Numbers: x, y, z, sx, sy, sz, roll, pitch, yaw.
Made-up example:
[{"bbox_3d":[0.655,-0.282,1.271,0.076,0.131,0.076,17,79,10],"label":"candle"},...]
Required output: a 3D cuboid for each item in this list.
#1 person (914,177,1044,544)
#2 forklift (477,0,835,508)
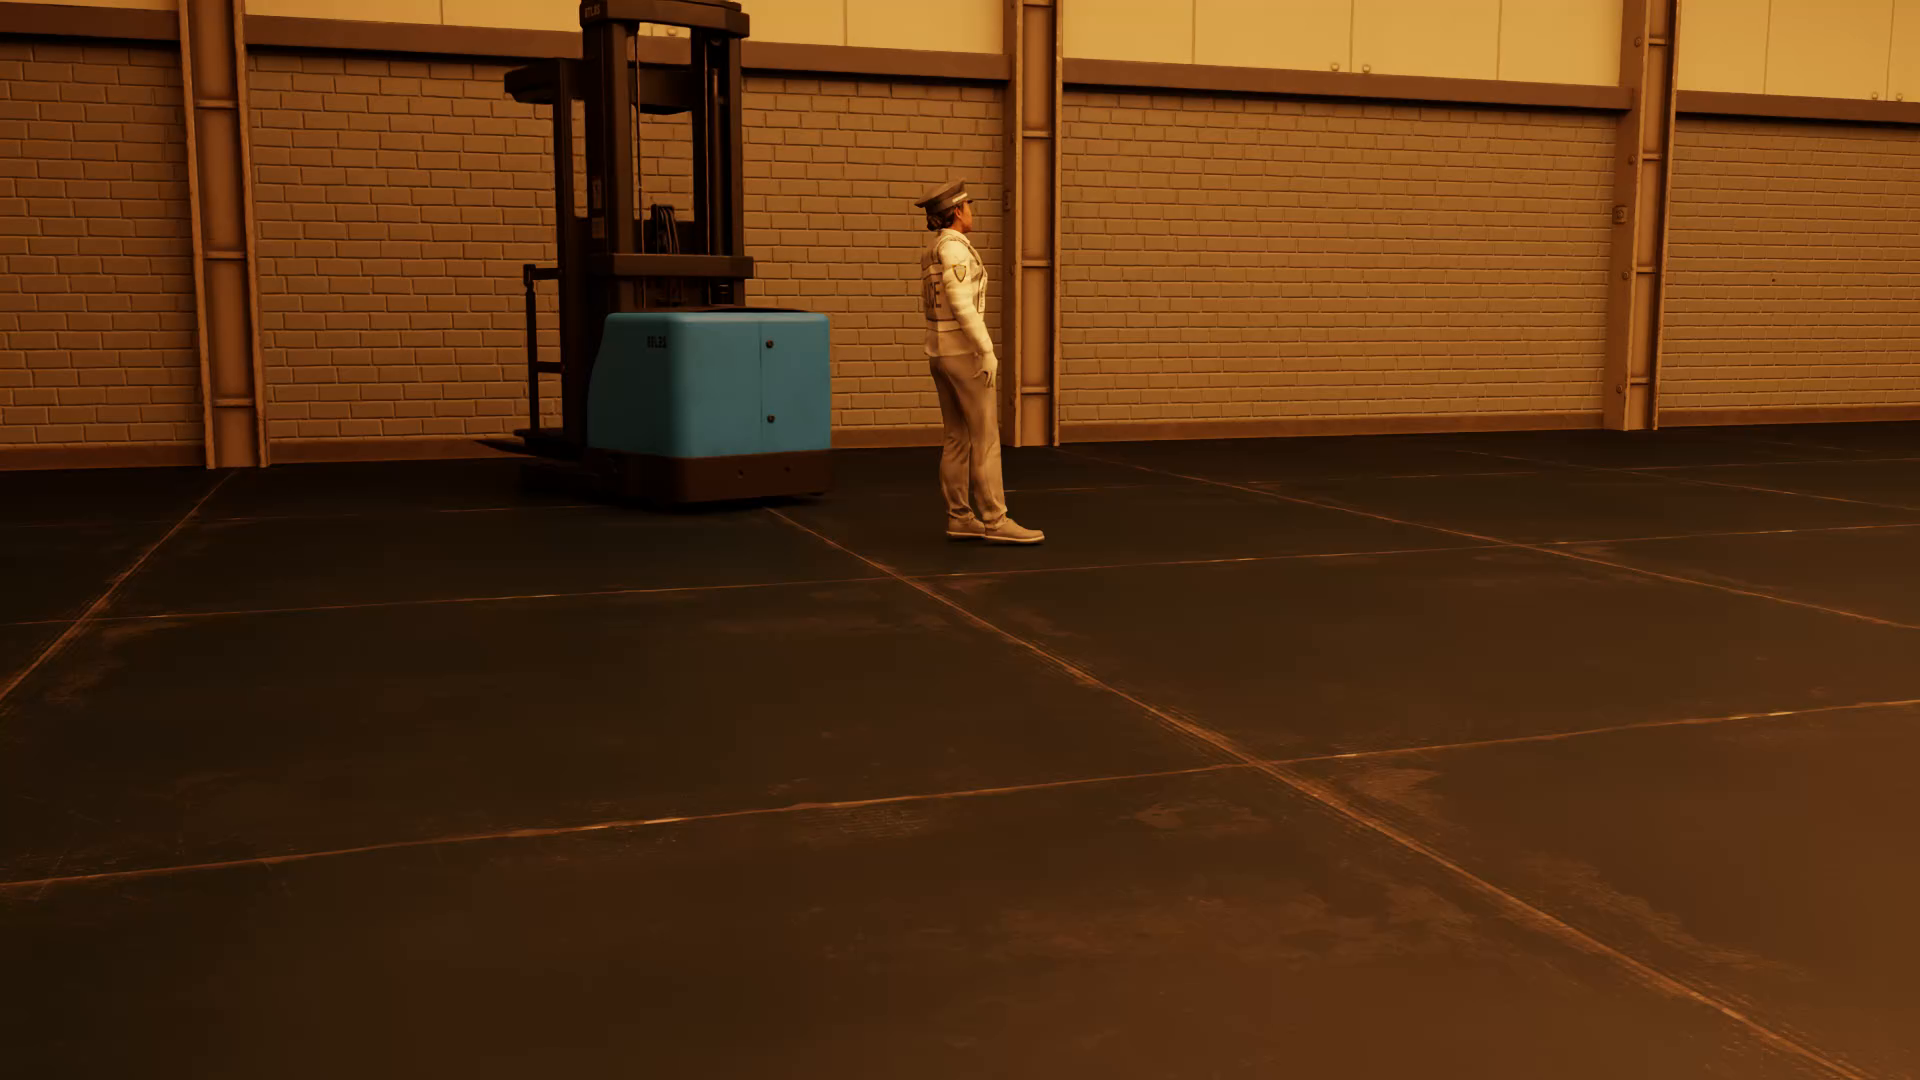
[{"bbox_3d":[0.067,-0.849,7.823,0.531,1.694,0.586,-3,8,-18],"label":"person"},{"bbox_3d":[-2.039,-1.774,10.093,1.130,2.935,3.031,-6,10,-39],"label":"forklift"}]
